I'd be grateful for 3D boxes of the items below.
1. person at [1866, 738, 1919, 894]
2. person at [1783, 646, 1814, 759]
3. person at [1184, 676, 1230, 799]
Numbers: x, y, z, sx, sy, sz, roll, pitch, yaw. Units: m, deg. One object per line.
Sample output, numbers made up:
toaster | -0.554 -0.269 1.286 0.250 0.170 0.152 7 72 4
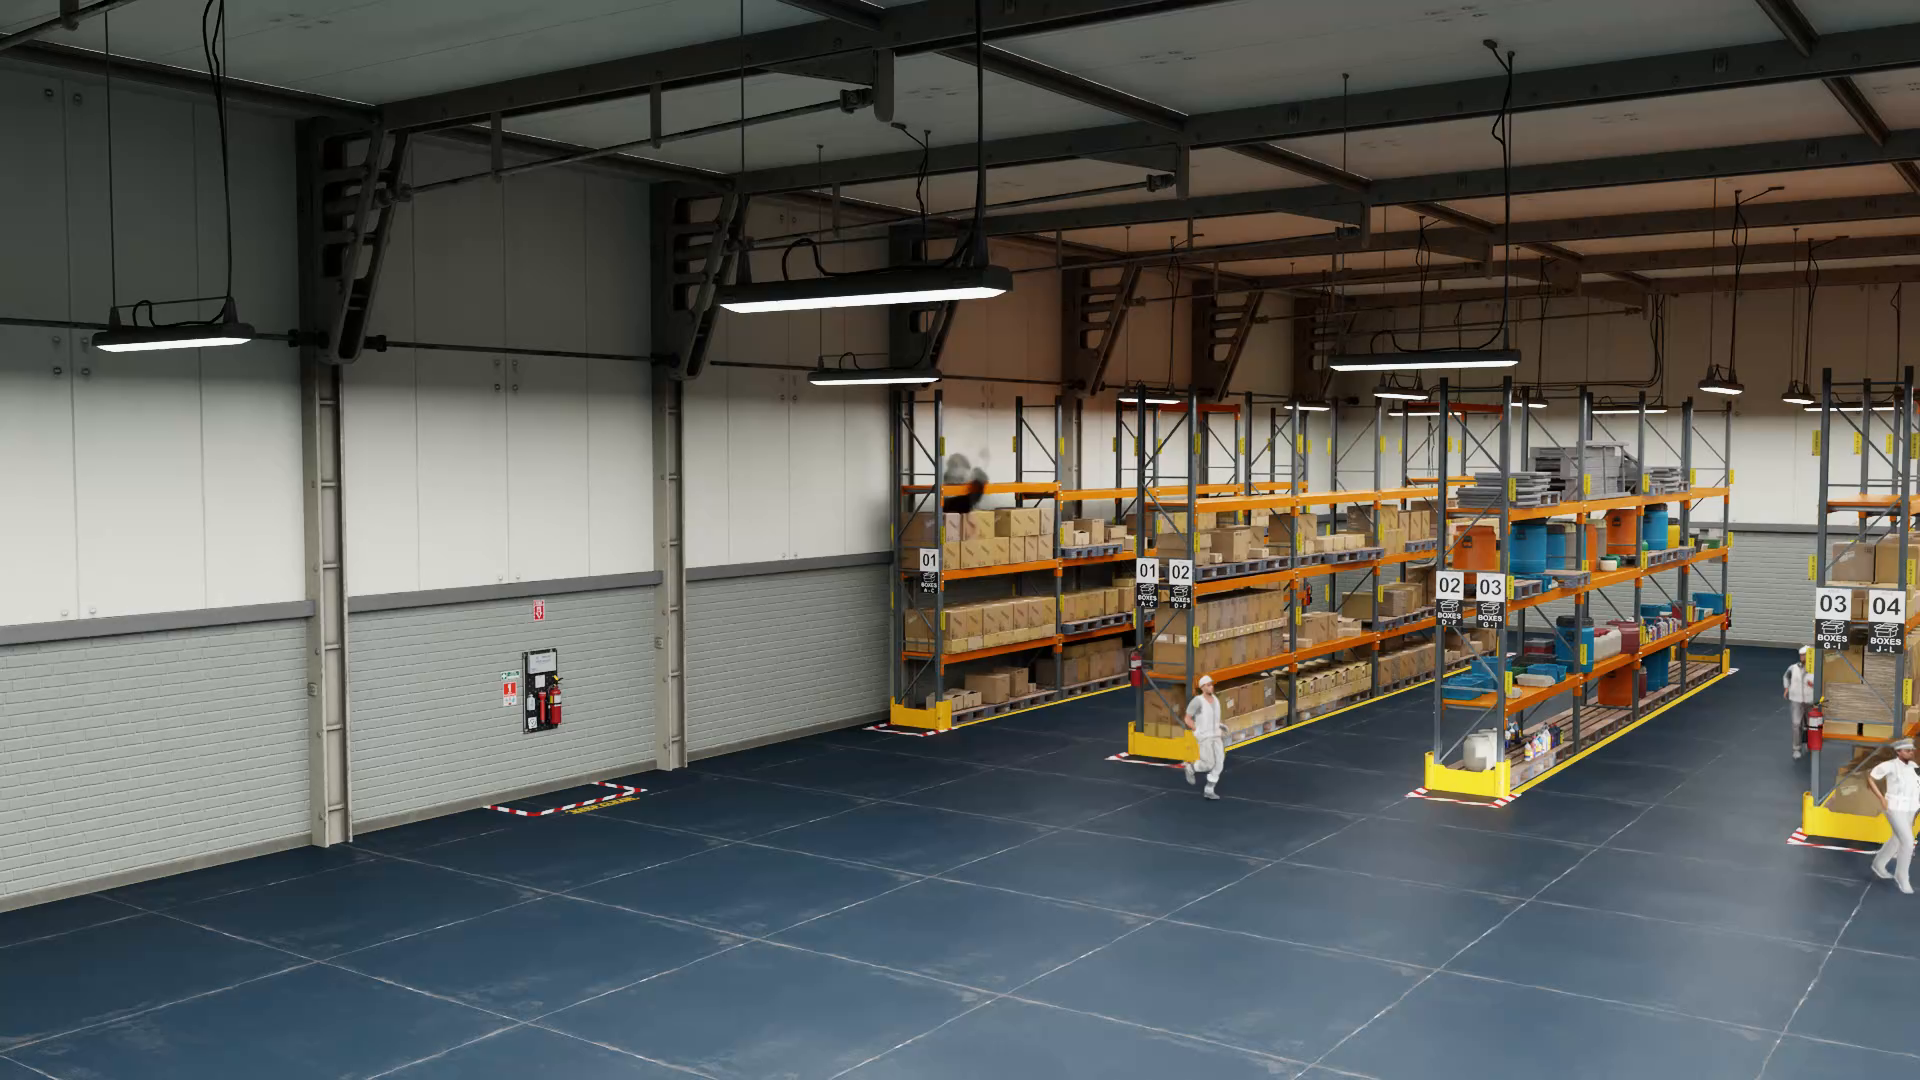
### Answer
person | 10.669 3.103 18.879 0.556 1.758 0.761 -1 3 -20
person | 13.570 2.589 26.724 0.656 1.758 0.969 2 4 30
person | 3.504 2.800 23.711 0.669 1.740 0.637 -2 4 -33
